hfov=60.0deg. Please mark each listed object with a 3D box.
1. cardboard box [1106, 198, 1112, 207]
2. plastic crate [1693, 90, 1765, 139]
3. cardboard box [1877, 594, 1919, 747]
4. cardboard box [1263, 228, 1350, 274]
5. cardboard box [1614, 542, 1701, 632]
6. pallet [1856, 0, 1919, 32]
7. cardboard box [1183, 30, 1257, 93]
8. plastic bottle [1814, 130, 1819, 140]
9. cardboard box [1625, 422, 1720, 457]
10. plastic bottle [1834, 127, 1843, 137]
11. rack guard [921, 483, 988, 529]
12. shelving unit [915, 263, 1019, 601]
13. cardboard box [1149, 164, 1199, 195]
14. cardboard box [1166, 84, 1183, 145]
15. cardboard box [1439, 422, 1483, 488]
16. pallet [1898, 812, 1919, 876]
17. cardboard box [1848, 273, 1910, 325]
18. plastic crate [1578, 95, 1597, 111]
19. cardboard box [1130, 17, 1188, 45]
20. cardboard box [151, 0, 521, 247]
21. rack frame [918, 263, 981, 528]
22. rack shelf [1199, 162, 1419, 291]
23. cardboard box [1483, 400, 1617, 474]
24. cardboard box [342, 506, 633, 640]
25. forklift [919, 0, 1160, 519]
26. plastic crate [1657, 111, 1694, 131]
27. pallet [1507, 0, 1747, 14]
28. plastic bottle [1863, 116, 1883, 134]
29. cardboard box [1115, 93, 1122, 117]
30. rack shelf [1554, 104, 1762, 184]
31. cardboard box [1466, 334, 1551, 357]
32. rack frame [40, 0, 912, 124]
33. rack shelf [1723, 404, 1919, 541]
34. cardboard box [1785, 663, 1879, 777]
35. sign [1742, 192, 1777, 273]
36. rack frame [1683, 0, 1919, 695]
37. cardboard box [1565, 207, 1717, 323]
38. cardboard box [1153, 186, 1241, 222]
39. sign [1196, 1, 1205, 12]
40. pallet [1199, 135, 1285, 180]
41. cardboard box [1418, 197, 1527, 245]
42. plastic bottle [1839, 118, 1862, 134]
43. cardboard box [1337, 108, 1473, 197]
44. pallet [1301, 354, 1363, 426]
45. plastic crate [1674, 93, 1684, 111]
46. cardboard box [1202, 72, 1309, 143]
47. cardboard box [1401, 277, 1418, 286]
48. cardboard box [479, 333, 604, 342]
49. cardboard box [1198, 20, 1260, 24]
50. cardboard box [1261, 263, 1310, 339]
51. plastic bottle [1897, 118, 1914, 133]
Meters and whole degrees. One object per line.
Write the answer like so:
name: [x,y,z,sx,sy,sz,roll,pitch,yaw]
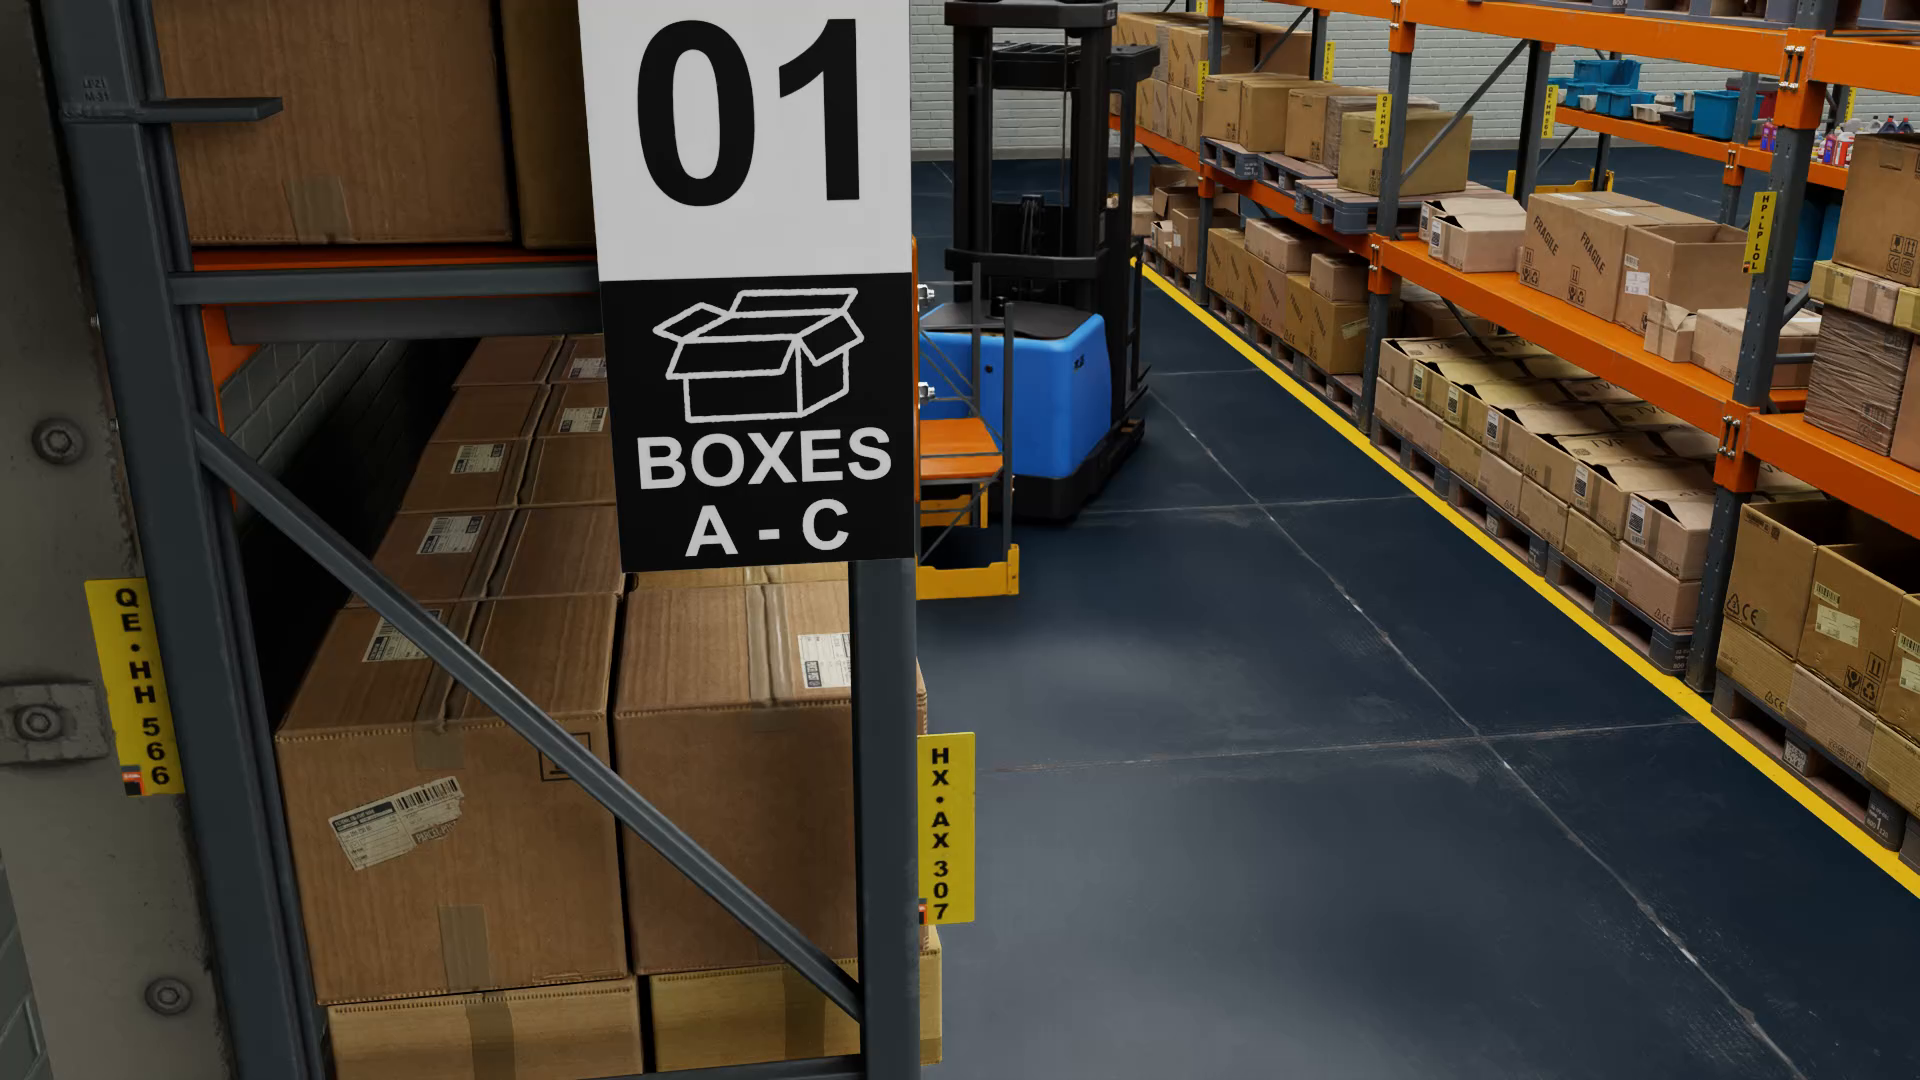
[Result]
cardboard box: [1.751,-3.626,18.083,0.380,0.149,0.250,-3,21,-8]
plastic crate: [7.105,-3.947,15.433,0.392,0.384,0.575,-3,21,-8]
cardboard box: [3.662,0.500,5.849,0.500,0.500,0.500,-3,21,-8]
cardboard box: [2.653,-2.220,12.744,0.500,0.250,0.500,-3,21,-9]
cardboard box: [3.414,0.199,7.725,0.500,0.250,0.500,-3,21,-8]
pallet: [3.909,-1.833,5.676,1.003,0.211,1.213,-3,21,-8]
cardboard box: [2.278,-4.210,14.630,0.500,0.500,0.500,-3,21,-7]
plastic bottle: [7.241,-3.373,14.145,0.097,0.271,0.097,0,20,0]
cardboard box: [3.805,-0.443,8.643,0.500,0.311,0.500,-4,21,-10]
plastic bottle: [7.765,-3.555,14.733,0.097,0.201,0.097,0,20,0]
rack guard: [-0.139,-0.180,9.341,0.587,0.250,0.087,-3,21,-8]
shelving unit: [-0.067,-0.593,8.661,0.587,1.500,1.083,-3,21,-8]
cardboard box: [2.353,-3.777,17.986,0.500,0.500,0.500,-3,21,-8]
cardboard box: [2.206,-3.918,15.277,0.500,0.500,0.500,-2,21,-6]
cardboard box: [3.123,-0.507,9.616,0.500,0.250,0.500,-3,21,-9]
pallet: [4.013,1.244,5.584,1.003,0.211,1.213,-3,21,-8]
cardboard box: [3.644,-0.924,6.333,0.380,0.149,0.250,-3,21,-7]
plastic crate: [6.705,-4.619,17.587,0.250,0.136,0.298,-3,21,-8]
cardboard box: [1.984,-4.912,16.509,0.500,0.500,0.500,-3,21,-7]
cardboard box: [-0.875,-0.720,2.398,0.500,0.500,0.500,-1,21,-4]
rack frame: [-0.139,-0.766,9.124,0.500,1.500,0.032,-3,21,-8]
rack shelf: [2.896,-2.503,12.660,1.077,0.370,4.000,-3,21,-8]
cardboard box: [3.199,-0.587,9.029,0.500,0.311,0.500,-3,21,-8]
cardboard box: [-0.905,0.255,3.359,0.500,0.500,0.500,-3,21,-7]
forklift: [0.577,-1.973,10.310,1.130,2.935,3.031,7,21,17]
plastic crate: [7.082,-4.055,16.093,0.437,0.125,0.590,-3,21,-8]
pallet: [3.534,-2.847,8.535,1.003,0.211,1.213,-2,21,-5]
plastic bottle: [7.823,-3.449,14.235,0.144,0.351,0.185,-3,21,-8]
cardboard box: [1.913,-4.619,17.154,0.500,0.500,0.500,-3,21,-8]
rack shelf: [7.221,-4.137,17.033,1.077,0.370,4.000,-3,21,-8]
cardboard box: [3.503,-1.150,10.537,0.500,0.311,0.500,-2,21,-6]
rack frame: [-0.564,-1.937,1.542,1.000,3.000,0.127,-3,21,-8]
rack shelf: [4.049,0.266,5.244,1.077,0.370,4.000,-3,21,-8]
cardboard box: [3.594,0.678,6.445,0.500,0.250,0.500,-3,21,-8]
sign: [3.225,-1.238,6.701,0.100,0.325,0.005,-3,21,-8]
rack frame: [3.760,-0.763,6.972,1.000,3.000,0.127,-3,21,-8]
cardboard box: [3.518,-1.432,8.621,0.500,0.500,0.500,-3,21,-8]
cardboard box: [2.331,-3.220,16.489,0.797,0.503,0.637,-3,21,-8]
sign: [2.583,-5.629,17.895,0.100,0.325,0.005,-3,21,-8]
pallet: [2.614,-3.161,13.666,1.003,0.211,1.213,-3,21,-8]
cardboard box: [3.193,-1.978,10.353,0.500,0.311,0.500,-2,21,-4]
plastic bottle: [7.886,-3.603,14.754,0.152,0.276,0.135,-3,21,-8]
cardboard box: [2.982,-2.604,11.158,0.700,0.500,0.500,-10,23,-26]
pallet: [3.114,-1.102,11.865,1.003,0.211,1.213,-3,21,-8]
plastic crate: [7.483,-4.418,16.911,0.416,0.233,0.300,-3,21,-8]
cardboard box: [2.454,-3.601,13.828,0.700,0.500,0.500,-10,23,-26]
cardboard box: [3.253,-1.710,12.451,0.500,0.500,0.500,-3,21,-8]
cardboard box: [-1.209,-0.450,5.247,0.500,0.500,0.500,-3,21,-8]
cardboard box: [2.594,-4.761,16.104,0.500,0.500,0.500,-2,21,-6]
cardboard box: [2.661,-1.856,12.841,0.500,0.500,0.500,-4,21,-10]
plastic bottle: [7.992,-3.393,14.083,0.144,0.351,0.185,-3,21,-8]
